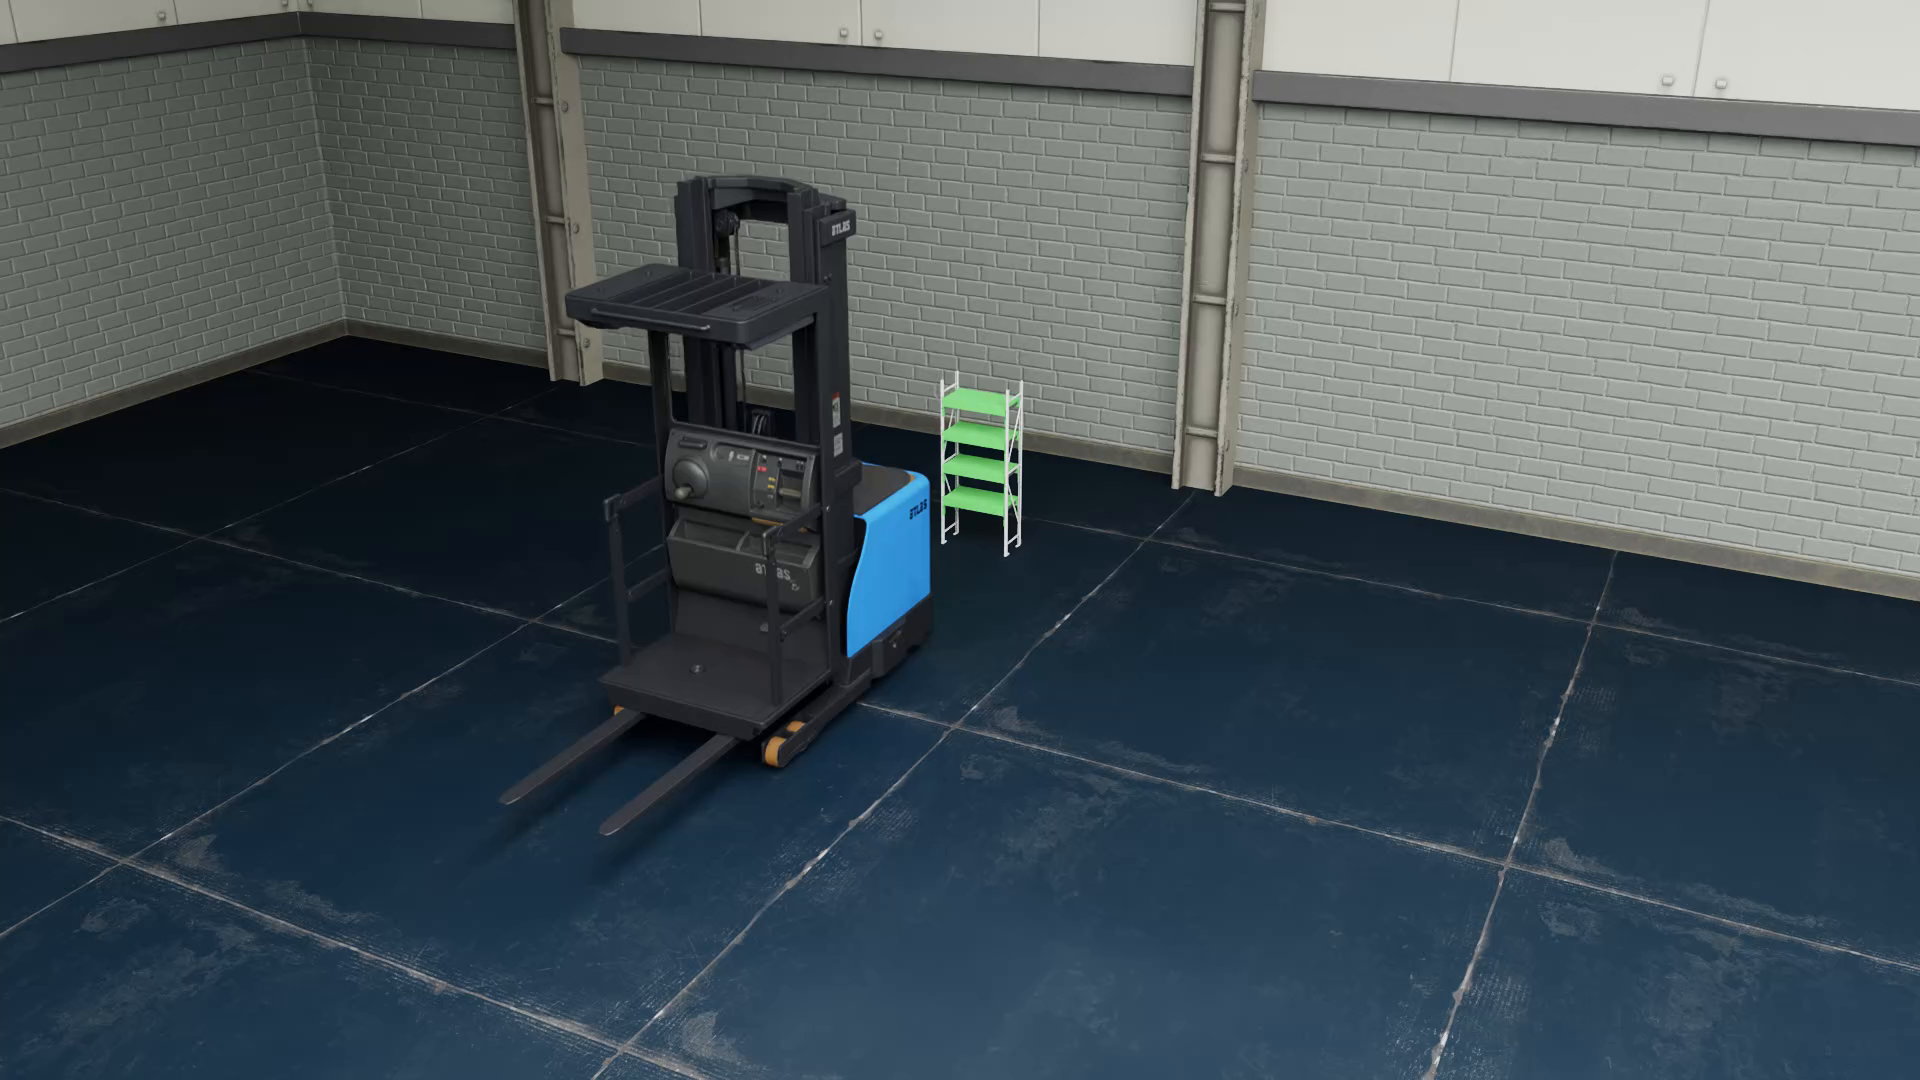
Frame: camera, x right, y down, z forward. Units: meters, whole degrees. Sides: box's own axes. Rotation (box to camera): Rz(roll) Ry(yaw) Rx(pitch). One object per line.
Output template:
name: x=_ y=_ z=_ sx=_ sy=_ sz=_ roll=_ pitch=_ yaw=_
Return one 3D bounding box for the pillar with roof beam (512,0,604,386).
pillar with roof beam: x=-5.441 y=-4.113 z=9.923 sx=0.400 sy=9.000 sz=9.100 roll=11 pitch=25 yaw=25

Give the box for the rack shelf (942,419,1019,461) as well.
rack shelf: x=0.148 y=-0.685 z=11.378 sx=0.480 sy=0.148 sz=0.258 roll=11 pitch=25 yaw=25

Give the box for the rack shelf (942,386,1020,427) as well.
rack shelf: x=0.148 y=-0.906 z=11.284 sx=0.480 sy=0.148 sz=0.258 roll=11 pitch=25 yaw=25

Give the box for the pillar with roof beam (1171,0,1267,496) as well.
pillar with roof beam: x=-0.087 y=-3.053 z=7.431 sx=0.400 sy=9.000 sz=9.100 roll=11 pitch=25 yaw=25

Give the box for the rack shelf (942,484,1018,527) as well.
rack shelf: x=0.148 y=-0.243 z=11.565 sx=0.480 sy=0.148 sz=0.258 roll=11 pitch=25 yaw=25

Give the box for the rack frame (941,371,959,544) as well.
rack frame: x=-0.070 y=-0.566 z=11.548 sx=0.015 sy=1.200 sz=0.240 roll=11 pitch=25 yaw=25

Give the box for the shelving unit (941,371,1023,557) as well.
shelving unit: x=0.148 y=-0.523 z=11.446 sx=0.503 sy=1.200 sz=0.258 roll=11 pitch=25 yaw=25

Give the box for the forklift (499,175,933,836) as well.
forklift: x=-1.284 y=-0.329 z=8.778 sx=1.130 sy=2.935 sz=3.031 roll=11 pitch=26 yaw=25

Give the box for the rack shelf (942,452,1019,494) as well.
rack shelf: x=0.148 y=-0.464 z=11.471 sx=0.480 sy=0.148 sz=0.258 roll=11 pitch=25 yaw=25

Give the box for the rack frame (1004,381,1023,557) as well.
rack frame: x=0.365 y=-0.480 z=11.345 sx=0.015 sy=1.200 sz=0.240 roll=11 pitch=25 yaw=25
